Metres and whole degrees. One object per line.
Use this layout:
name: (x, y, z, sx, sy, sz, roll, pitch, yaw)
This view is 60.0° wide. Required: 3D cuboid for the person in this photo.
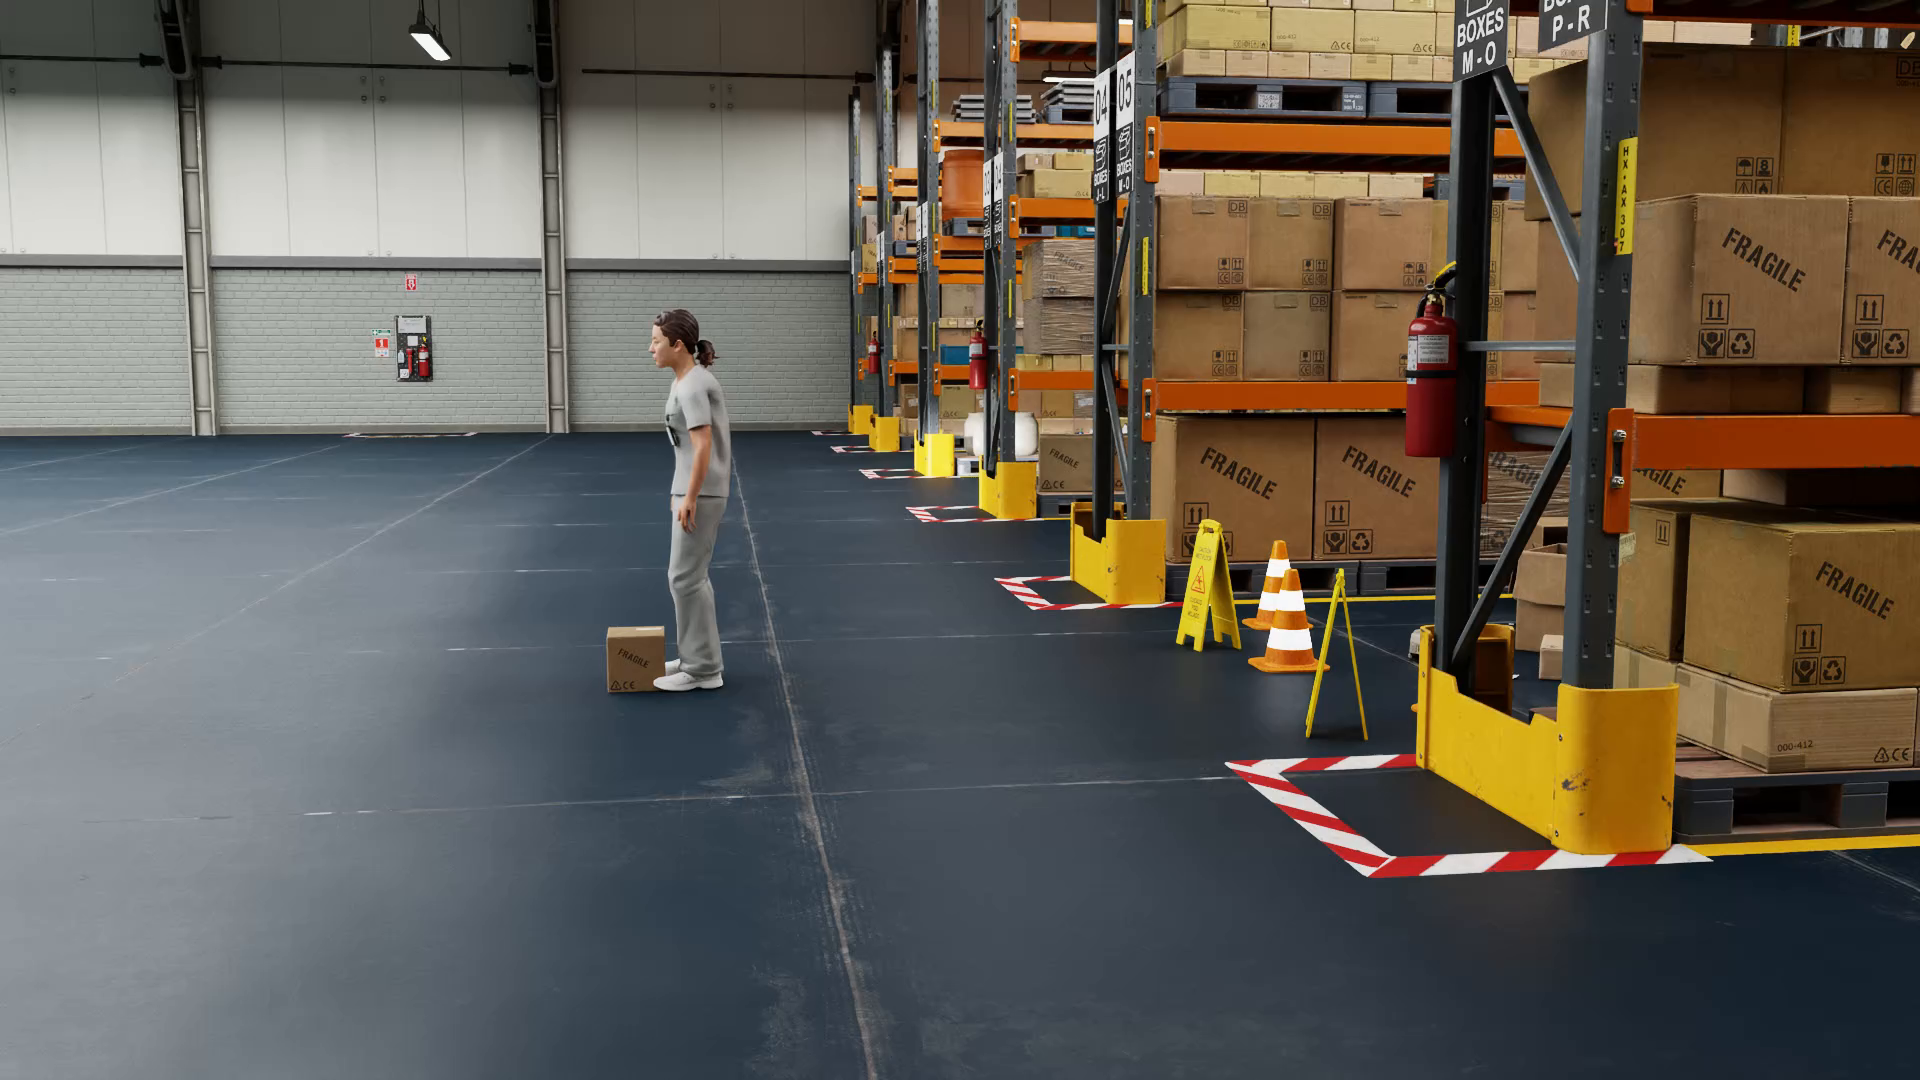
person: (-1.198, -0.181, 7.375, 0.361, 1.672, 0.514, -1, 7, -12)
